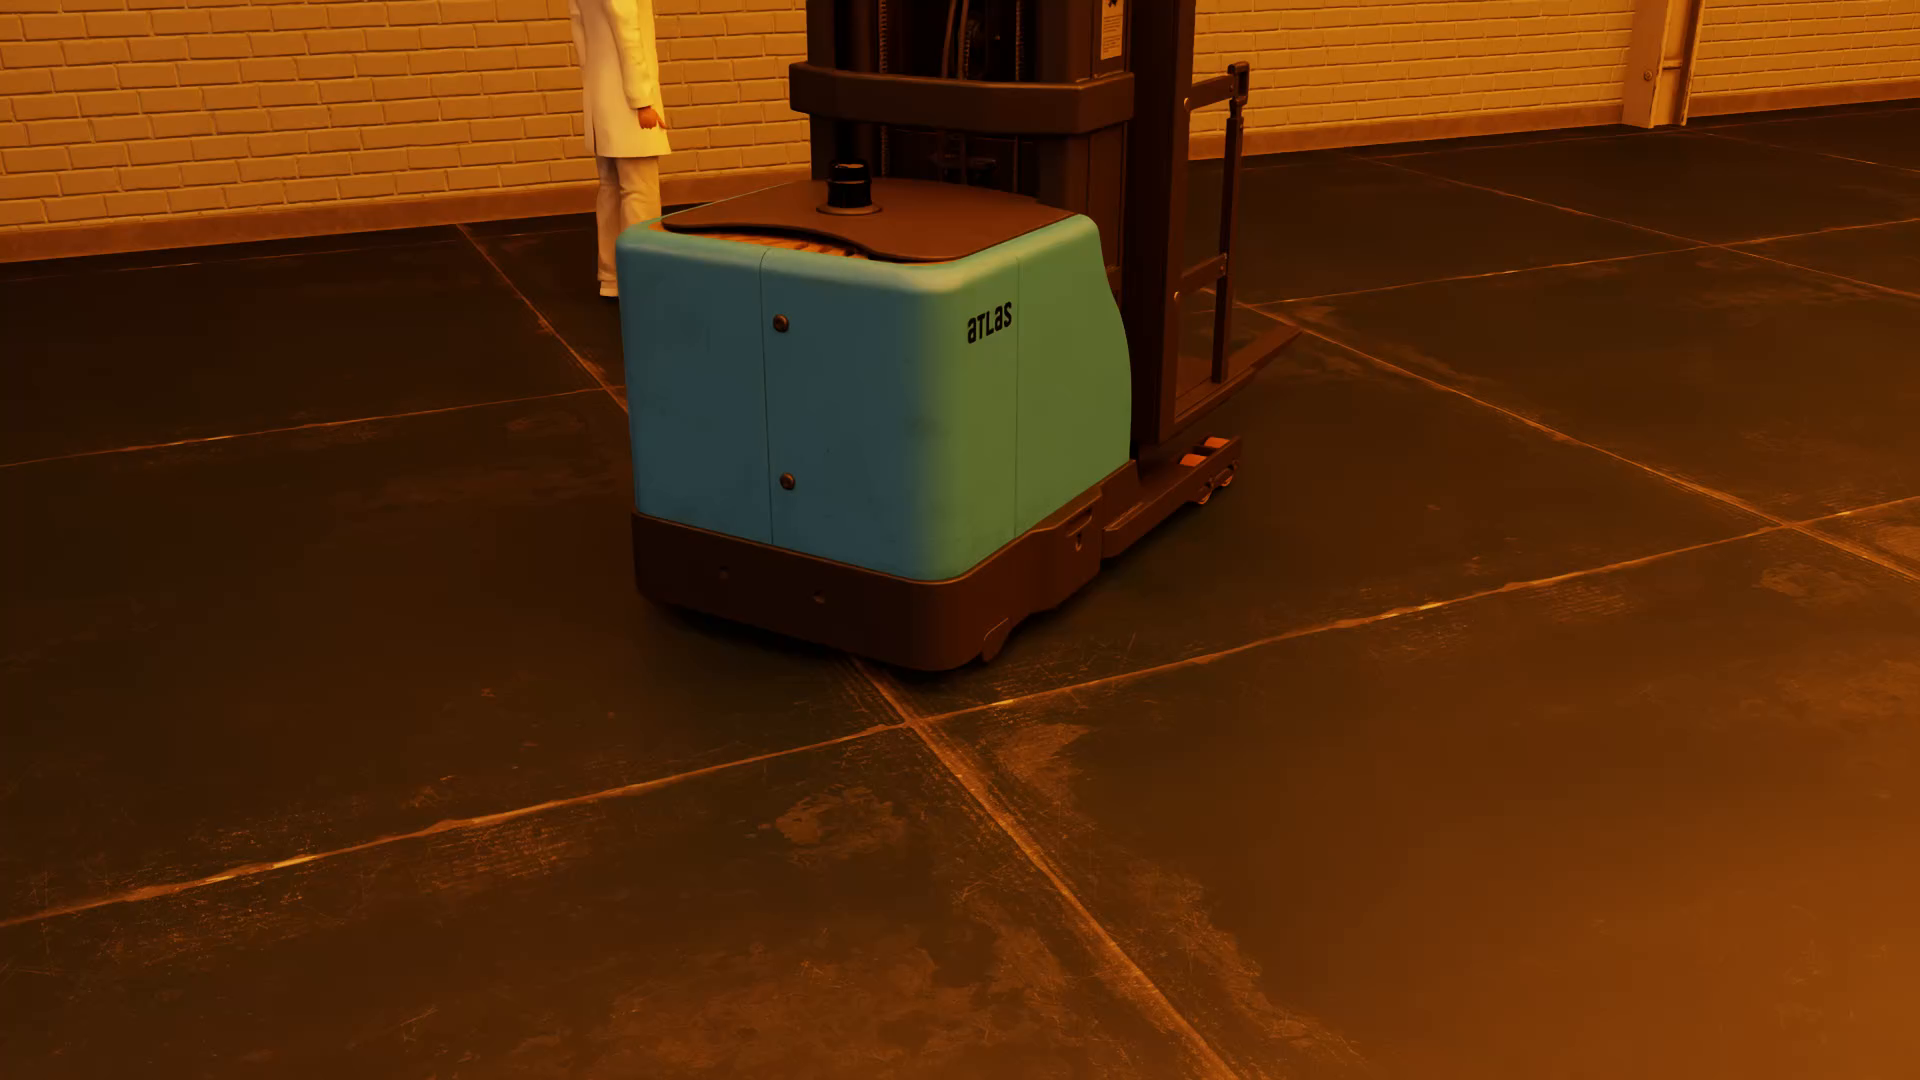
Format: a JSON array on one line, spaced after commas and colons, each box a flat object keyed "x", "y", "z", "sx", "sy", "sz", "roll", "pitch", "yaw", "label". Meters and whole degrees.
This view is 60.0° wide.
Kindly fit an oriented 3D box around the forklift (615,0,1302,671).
[{"x": 0.285, "y": -1.547, "z": 5.010, "sx": 1.130, "sy": 2.935, "sz": 3.031, "roll": 13, "pitch": 26, "yaw": 28, "label": "forklift"}]

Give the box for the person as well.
[{"x": -1.503, "y": -1.985, "z": 7.562, "sx": 0.392, "sy": 1.782, "sz": 0.551, "roll": -16, "pitch": 27, "yaw": -33, "label": "person"}]
